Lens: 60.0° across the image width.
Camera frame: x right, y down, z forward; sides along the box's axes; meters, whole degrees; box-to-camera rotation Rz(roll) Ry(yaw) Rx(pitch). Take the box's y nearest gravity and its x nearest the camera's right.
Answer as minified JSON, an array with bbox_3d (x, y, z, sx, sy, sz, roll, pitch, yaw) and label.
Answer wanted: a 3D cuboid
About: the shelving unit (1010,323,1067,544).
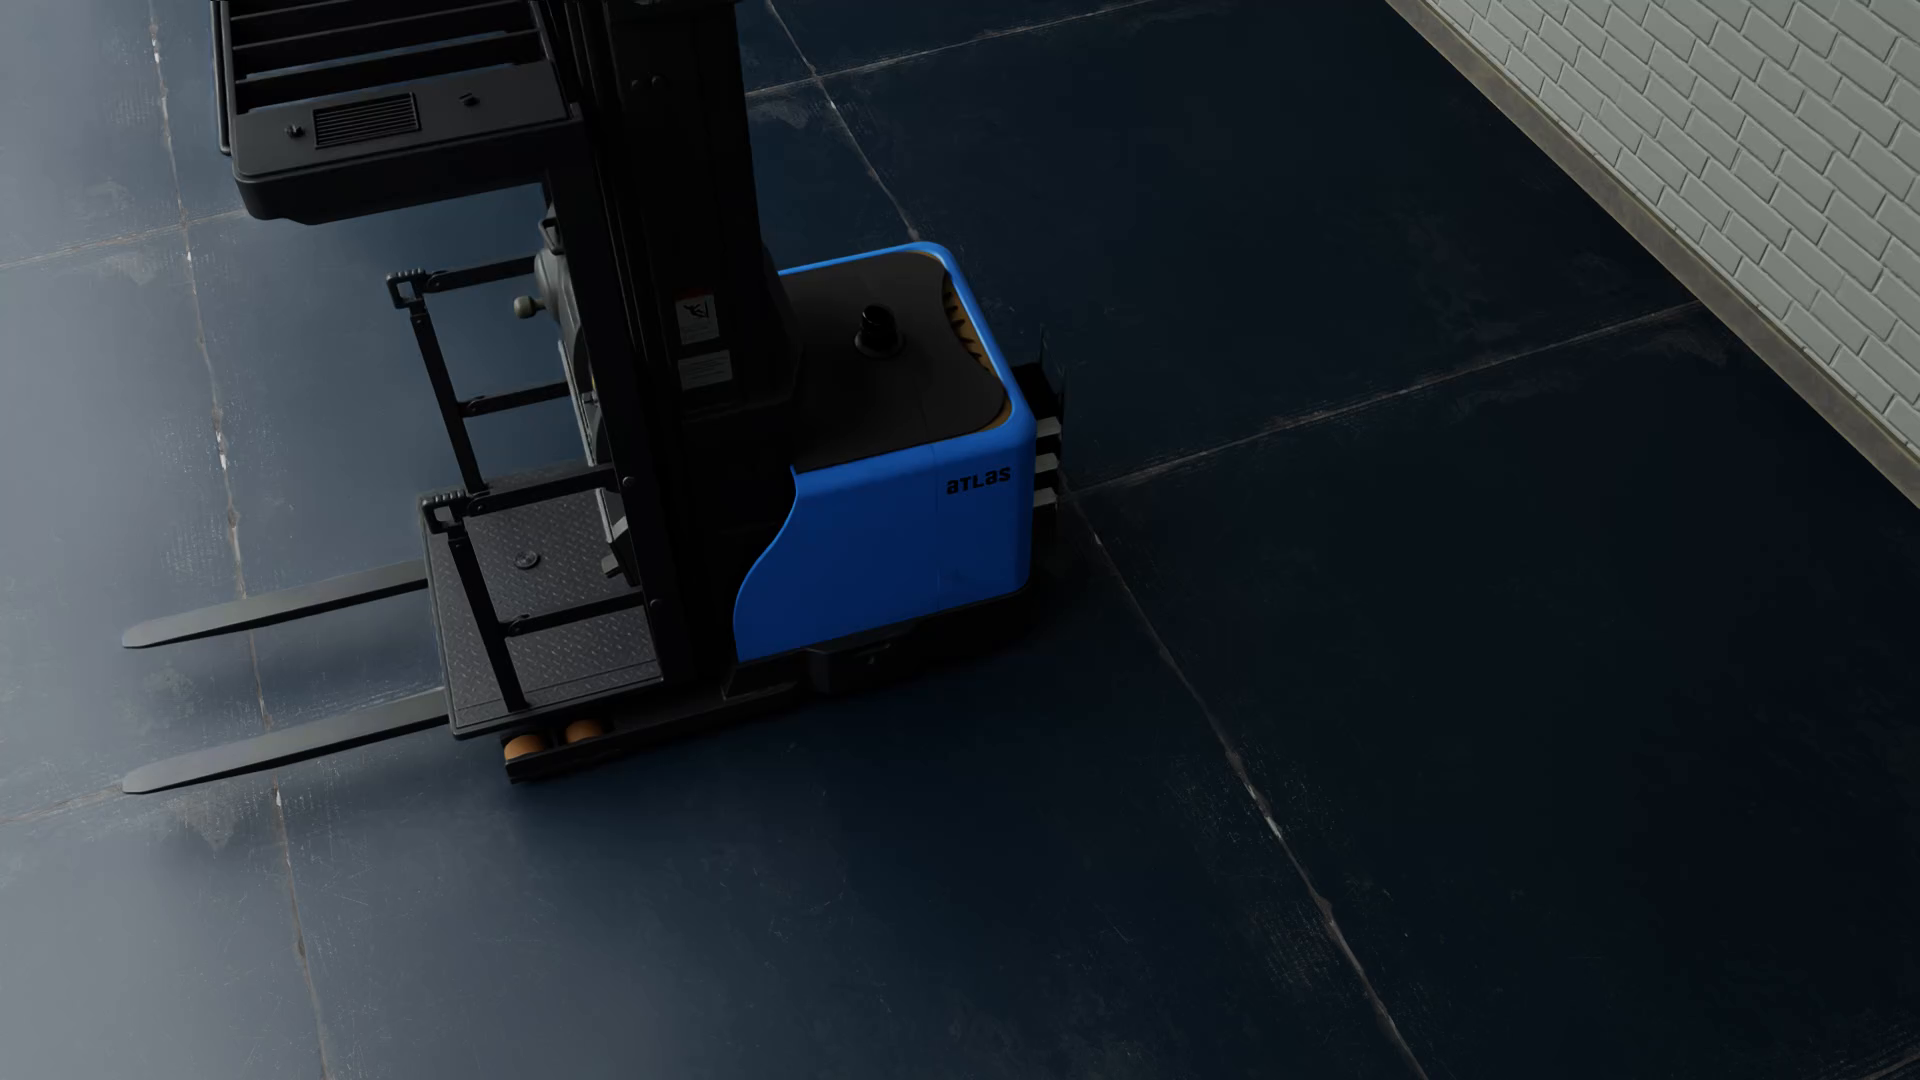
[{"bbox_3d":[0.220,-0.341,5.950,0.210,0.900,0.258,-14,51,-12],"label":"shelving unit"}]

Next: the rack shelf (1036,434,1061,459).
[{"bbox_3d":[0.220,-0.378,5.907,0.200,0.077,0.258,-14,51,-12],"label":"rack shelf"}]

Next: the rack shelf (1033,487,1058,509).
[{"bbox_3d":[0.220,-0.202,6.112,0.200,0.077,0.258,-14,51,-12],"label":"rack shelf"}]

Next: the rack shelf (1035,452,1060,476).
[{"bbox_3d":[0.220,-0.319,5.975,0.200,0.077,0.258,-14,51,-12],"label":"rack shelf"}]

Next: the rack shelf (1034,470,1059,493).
[{"bbox_3d":[0.220,-0.261,6.043,0.200,0.077,0.258,-14,51,-12],"label":"rack shelf"}]

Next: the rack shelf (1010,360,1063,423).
[{"bbox_3d":[0.220,-0.495,5.770,0.200,0.077,0.258,-14,51,-12],"label":"rack shelf"}]

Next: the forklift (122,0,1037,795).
[{"bbox_3d":[-1.320,-0.607,4.839,3.031,2.935,1.130,-14,51,-12],"label":"forklift"}]

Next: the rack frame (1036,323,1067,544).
[{"bbox_3d":[0.316,-0.365,5.971,0.006,0.900,0.240,-14,51,-12],"label":"rack frame"}]

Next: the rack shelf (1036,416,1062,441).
[{"bbox_3d":[0.220,-0.437,5.839,0.200,0.077,0.258,-14,51,-12],"label":"rack shelf"}]
